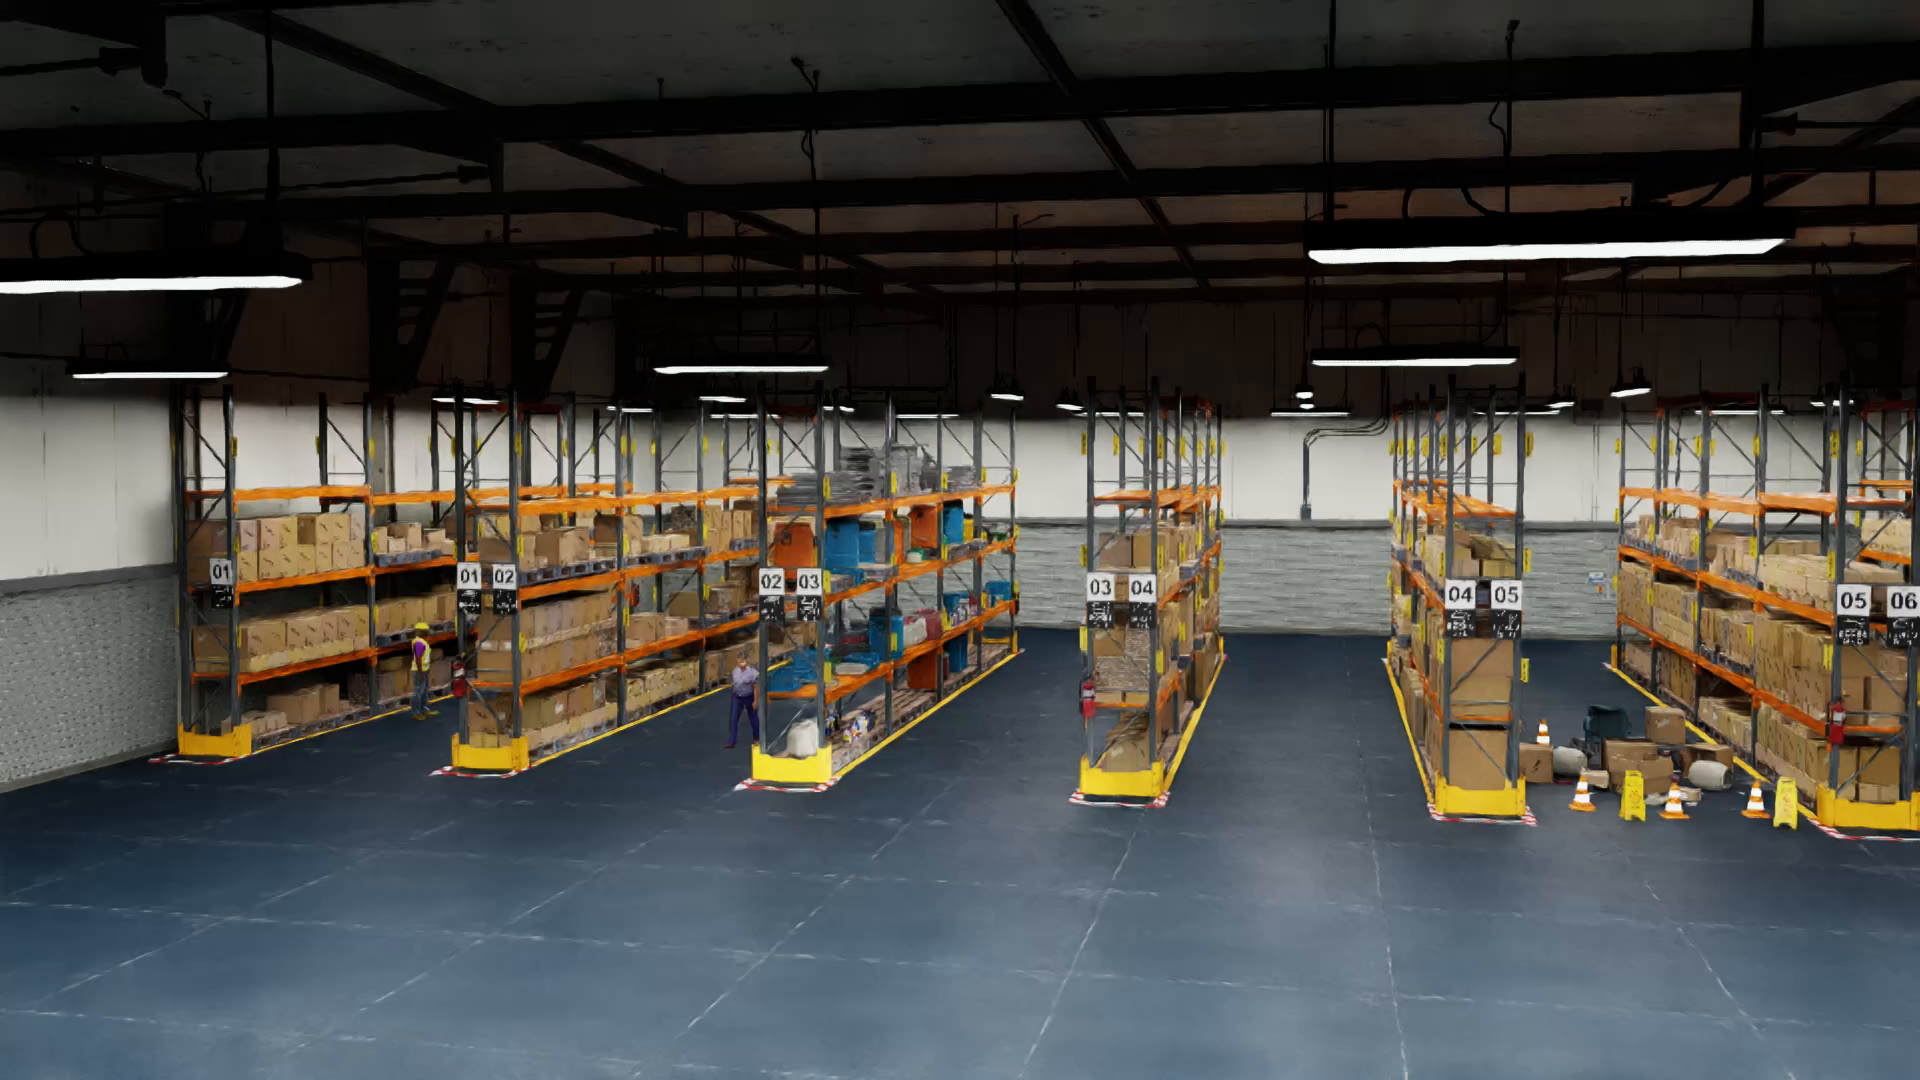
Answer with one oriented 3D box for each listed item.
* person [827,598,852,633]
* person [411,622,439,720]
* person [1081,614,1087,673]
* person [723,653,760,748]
[{"bbox_3d":[-3.199,1.604,44.620,0.734,1.774,0.577,-3,4,-39],"label":"person"},{"bbox_3d":[-9.862,2.386,30.609,0.464,1.772,0.645,-1,3,-13],"label":"person"},{"bbox_3d":[2.952,2.148,36.591,0.592,1.629,0.532,1,3,10],"label":"person"},{"bbox_3d":[-3.587,2.658,27.744,0.478,1.554,1.083,1,3,10],"label":"person"}]
